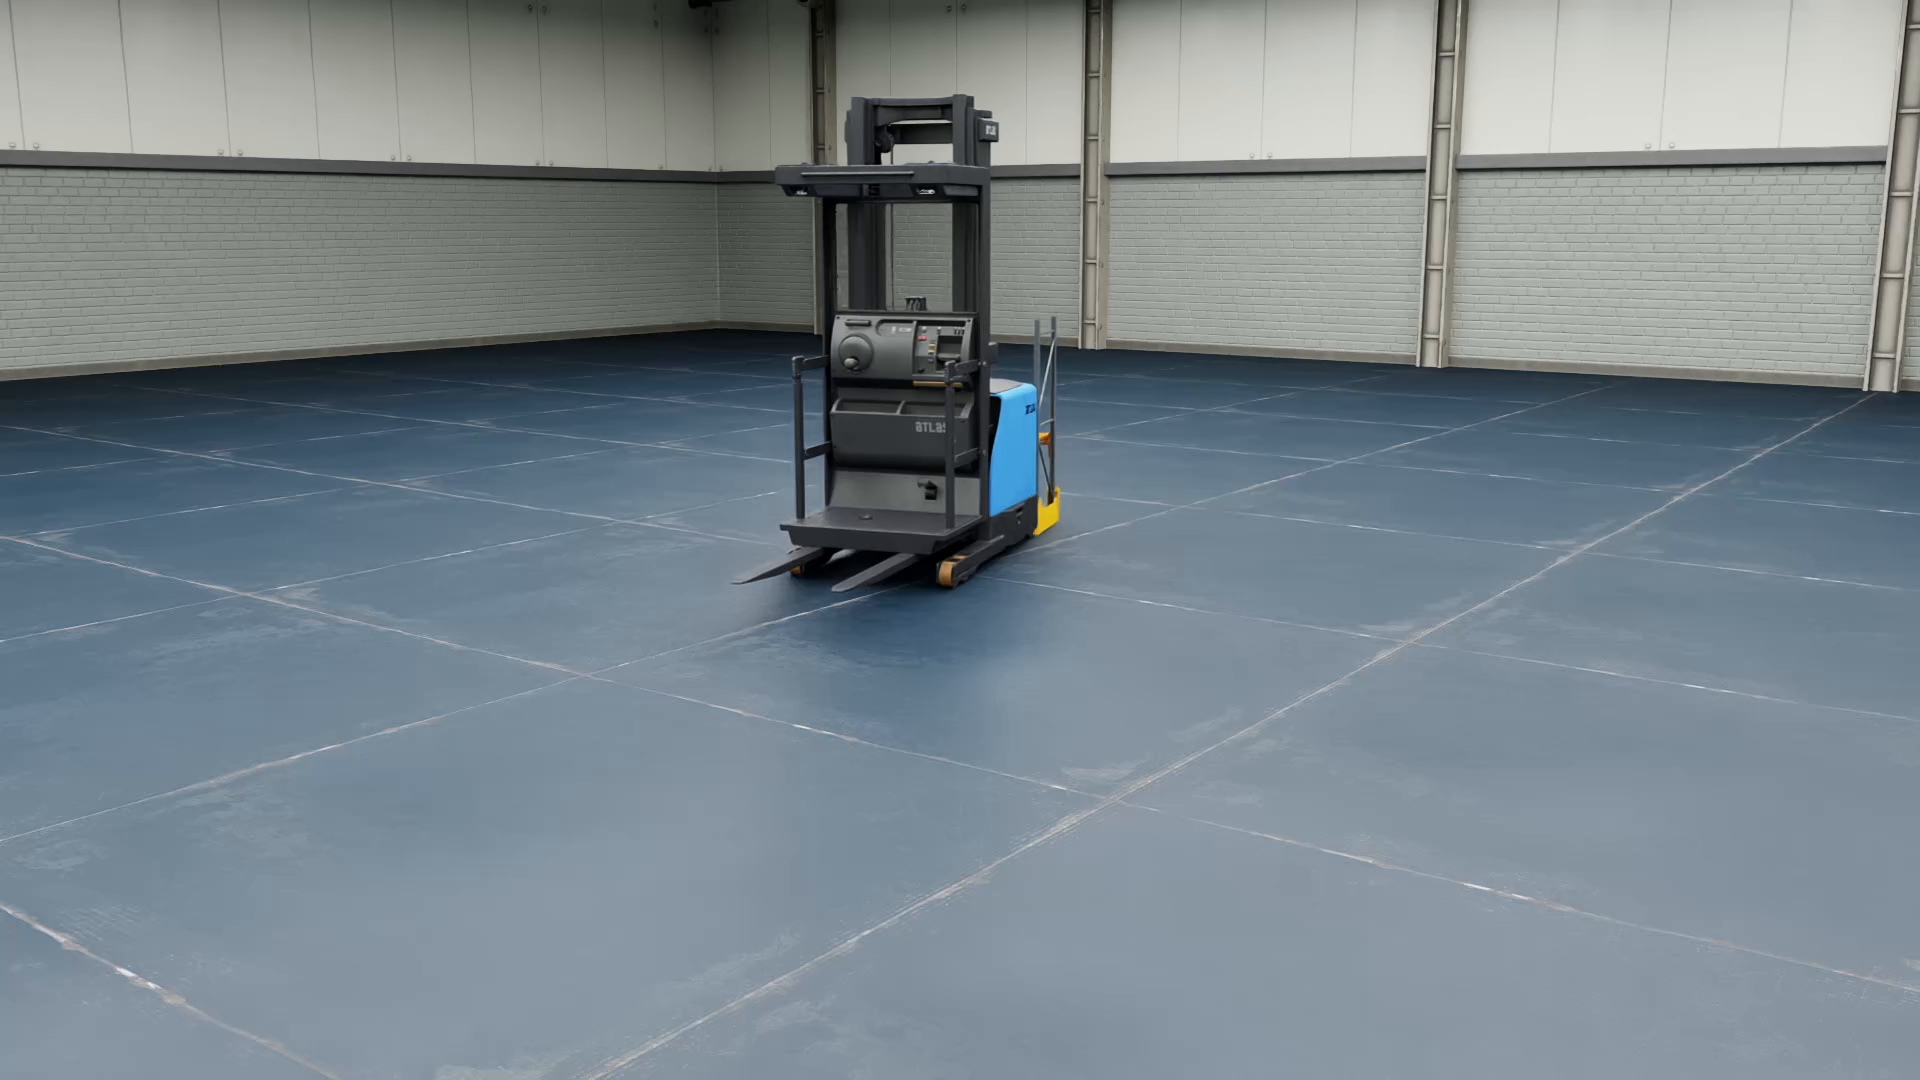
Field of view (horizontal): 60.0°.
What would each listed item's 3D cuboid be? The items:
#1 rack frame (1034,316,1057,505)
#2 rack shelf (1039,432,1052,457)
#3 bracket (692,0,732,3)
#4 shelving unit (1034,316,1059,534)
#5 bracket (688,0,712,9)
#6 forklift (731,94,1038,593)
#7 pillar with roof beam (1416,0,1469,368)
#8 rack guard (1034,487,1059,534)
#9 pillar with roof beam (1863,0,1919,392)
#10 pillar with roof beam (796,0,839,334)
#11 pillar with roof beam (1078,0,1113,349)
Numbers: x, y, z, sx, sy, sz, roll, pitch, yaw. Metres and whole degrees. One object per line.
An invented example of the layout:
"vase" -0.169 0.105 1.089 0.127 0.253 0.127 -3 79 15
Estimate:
"rack frame" 0.606 -0.830 11.870 0.032 1.500 0.500 3 11 17
"rack shelf" 0.122 -0.683 12.057 1.000 0.185 0.538 3 11 17
"bracket" -4.541 -10.340 31.811 3.189 0.066 0.076 8 13 36
"shelving unit" 0.131 -0.859 12.020 1.083 1.500 0.587 3 11 17
"bracket" -5.017 -10.407 32.154 0.430 0.232 0.235 8 13 36
"forklift" -0.436 -1.236 10.200 1.130 2.935 3.031 4 12 19
"pillar with roof beam" 4.562 -6.373 20.778 0.400 9.000 9.100 8 13 36
"rack guard" 0.605 -0.216 11.989 0.087 0.250 0.587 3 11 17
"pillar with roof beam" 9.398 -5.698 17.292 0.400 9.000 9.100 8 13 36
"pillar with roof beam" -5.110 -7.722 27.752 0.548 9.000 9.100 8 13 36
"pillar with roof beam" -0.274 -7.047 24.265 0.400 9.000 9.100 8 13 36
